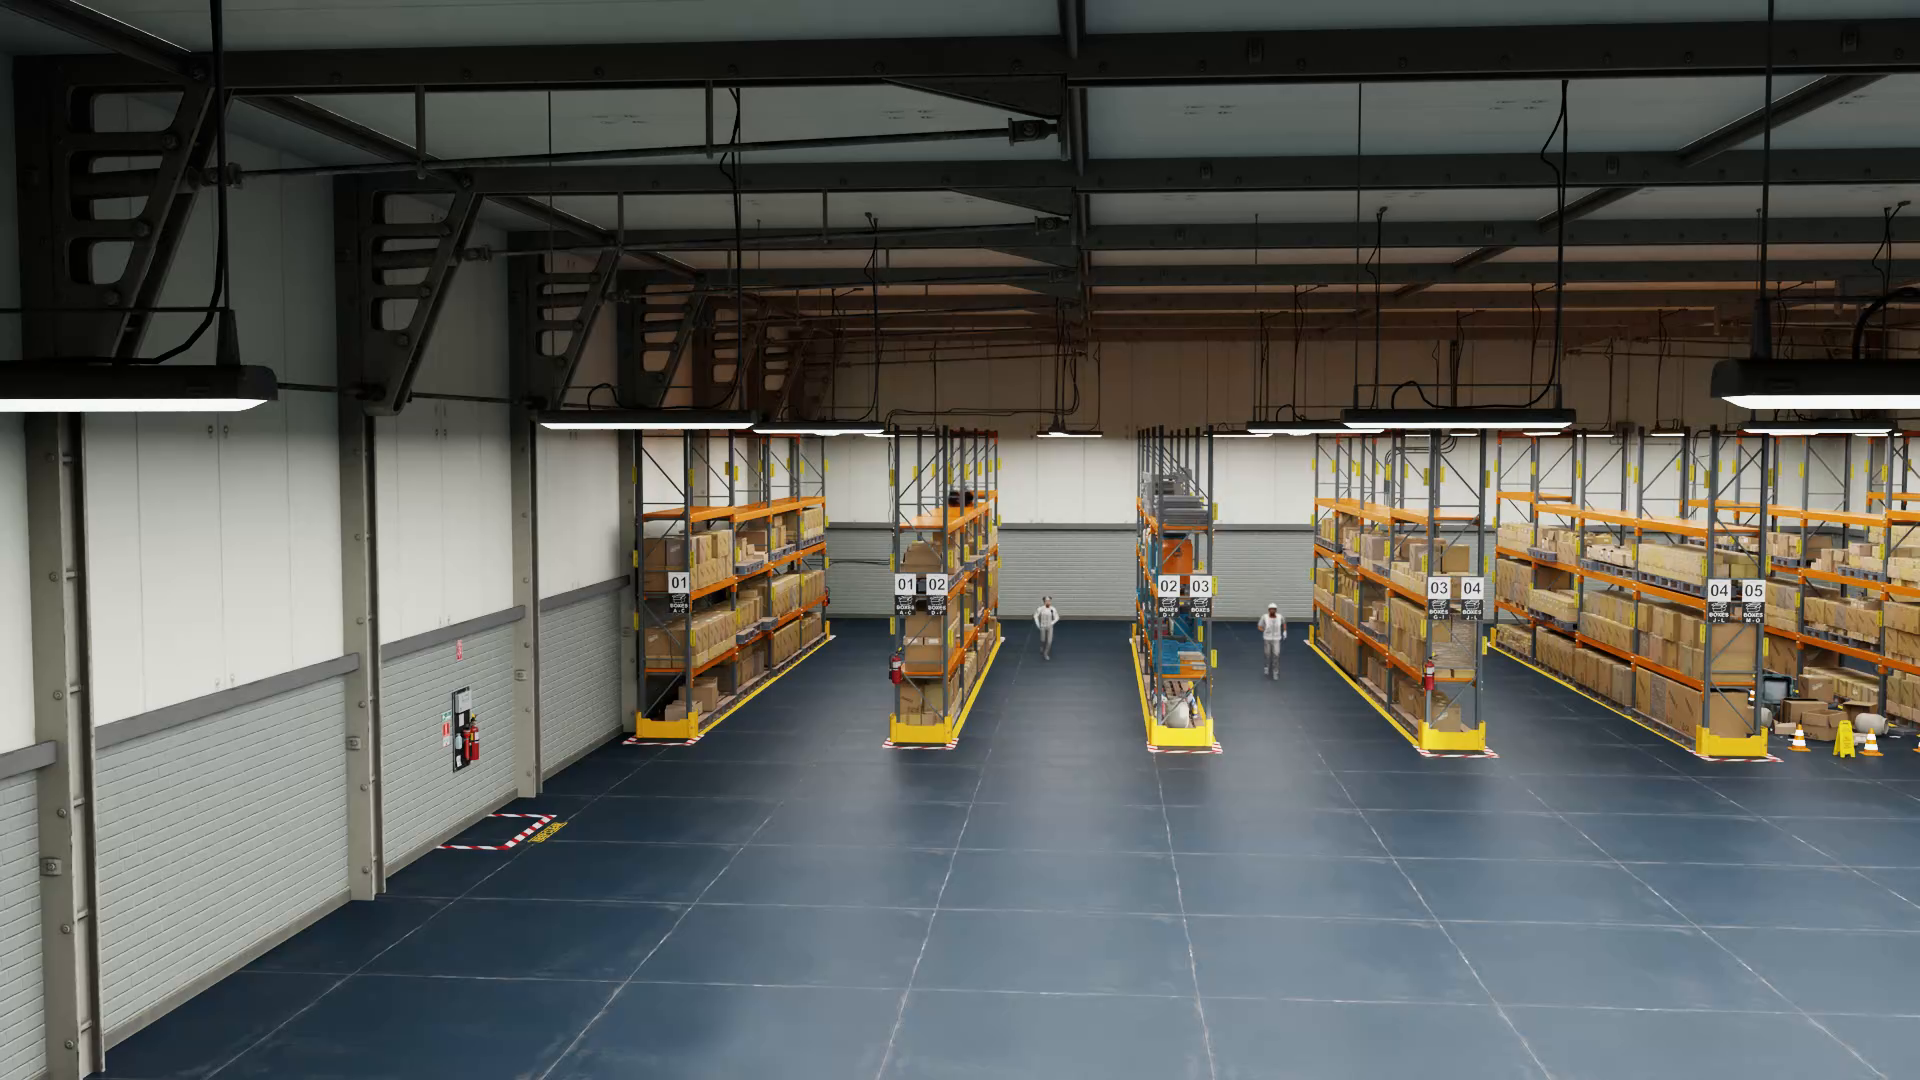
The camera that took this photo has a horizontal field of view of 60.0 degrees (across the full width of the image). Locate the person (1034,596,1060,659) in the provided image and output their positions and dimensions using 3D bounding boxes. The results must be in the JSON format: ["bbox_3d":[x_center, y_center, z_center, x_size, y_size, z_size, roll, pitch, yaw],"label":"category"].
[{"bbox_3d":[2.274,2.288,43.526,0.668,1.651,0.523,0,3,1],"label":"person"}]

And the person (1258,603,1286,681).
[{"bbox_3d":[7.505,2.422,39.995,0.708,1.818,0.866,0,3,3],"label":"person"}]

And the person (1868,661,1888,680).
[{"bbox_3d":[21.945,2.463,39.705,0.669,1.734,0.618,0,3,1],"label":"person"}]
